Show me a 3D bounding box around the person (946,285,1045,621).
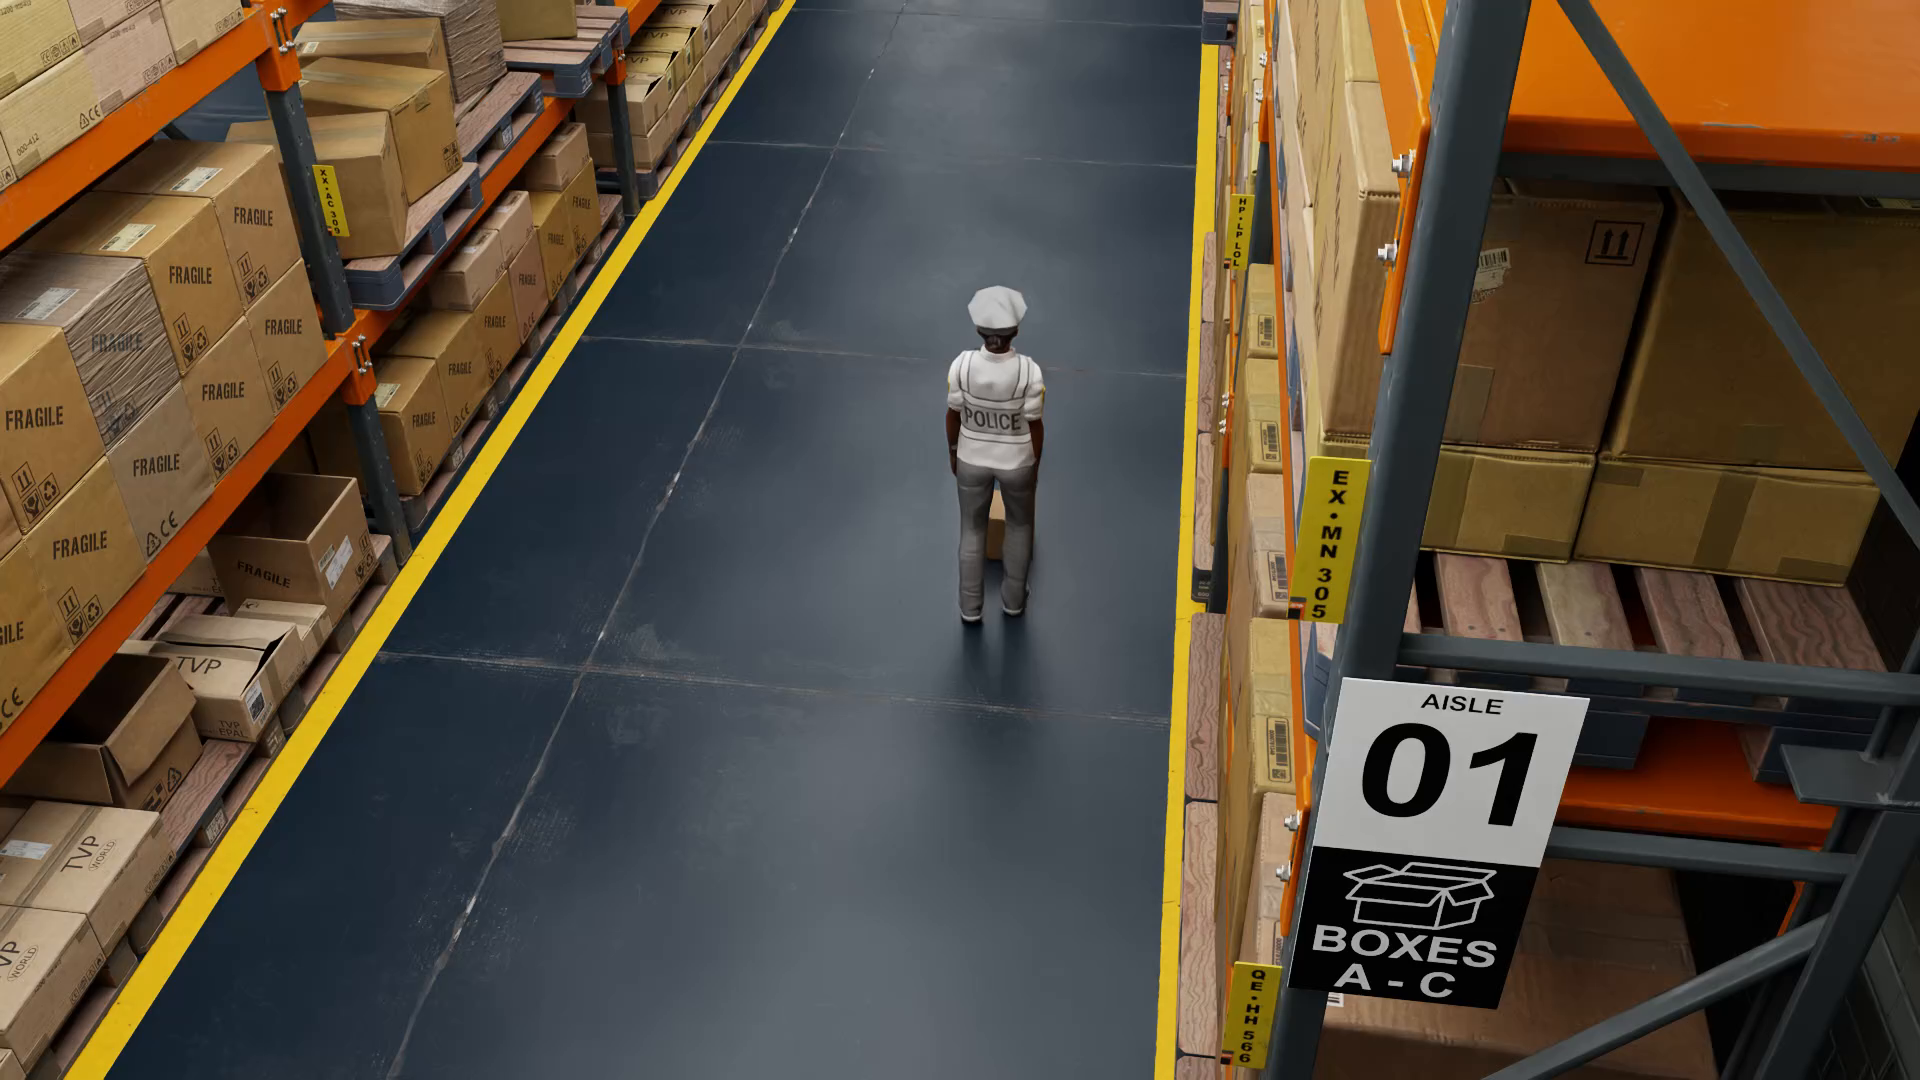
[{"bbox_3d":[0.156,-0.359,7.533,0.442,1.696,0.360,5,37,7],"label":"person"}]
